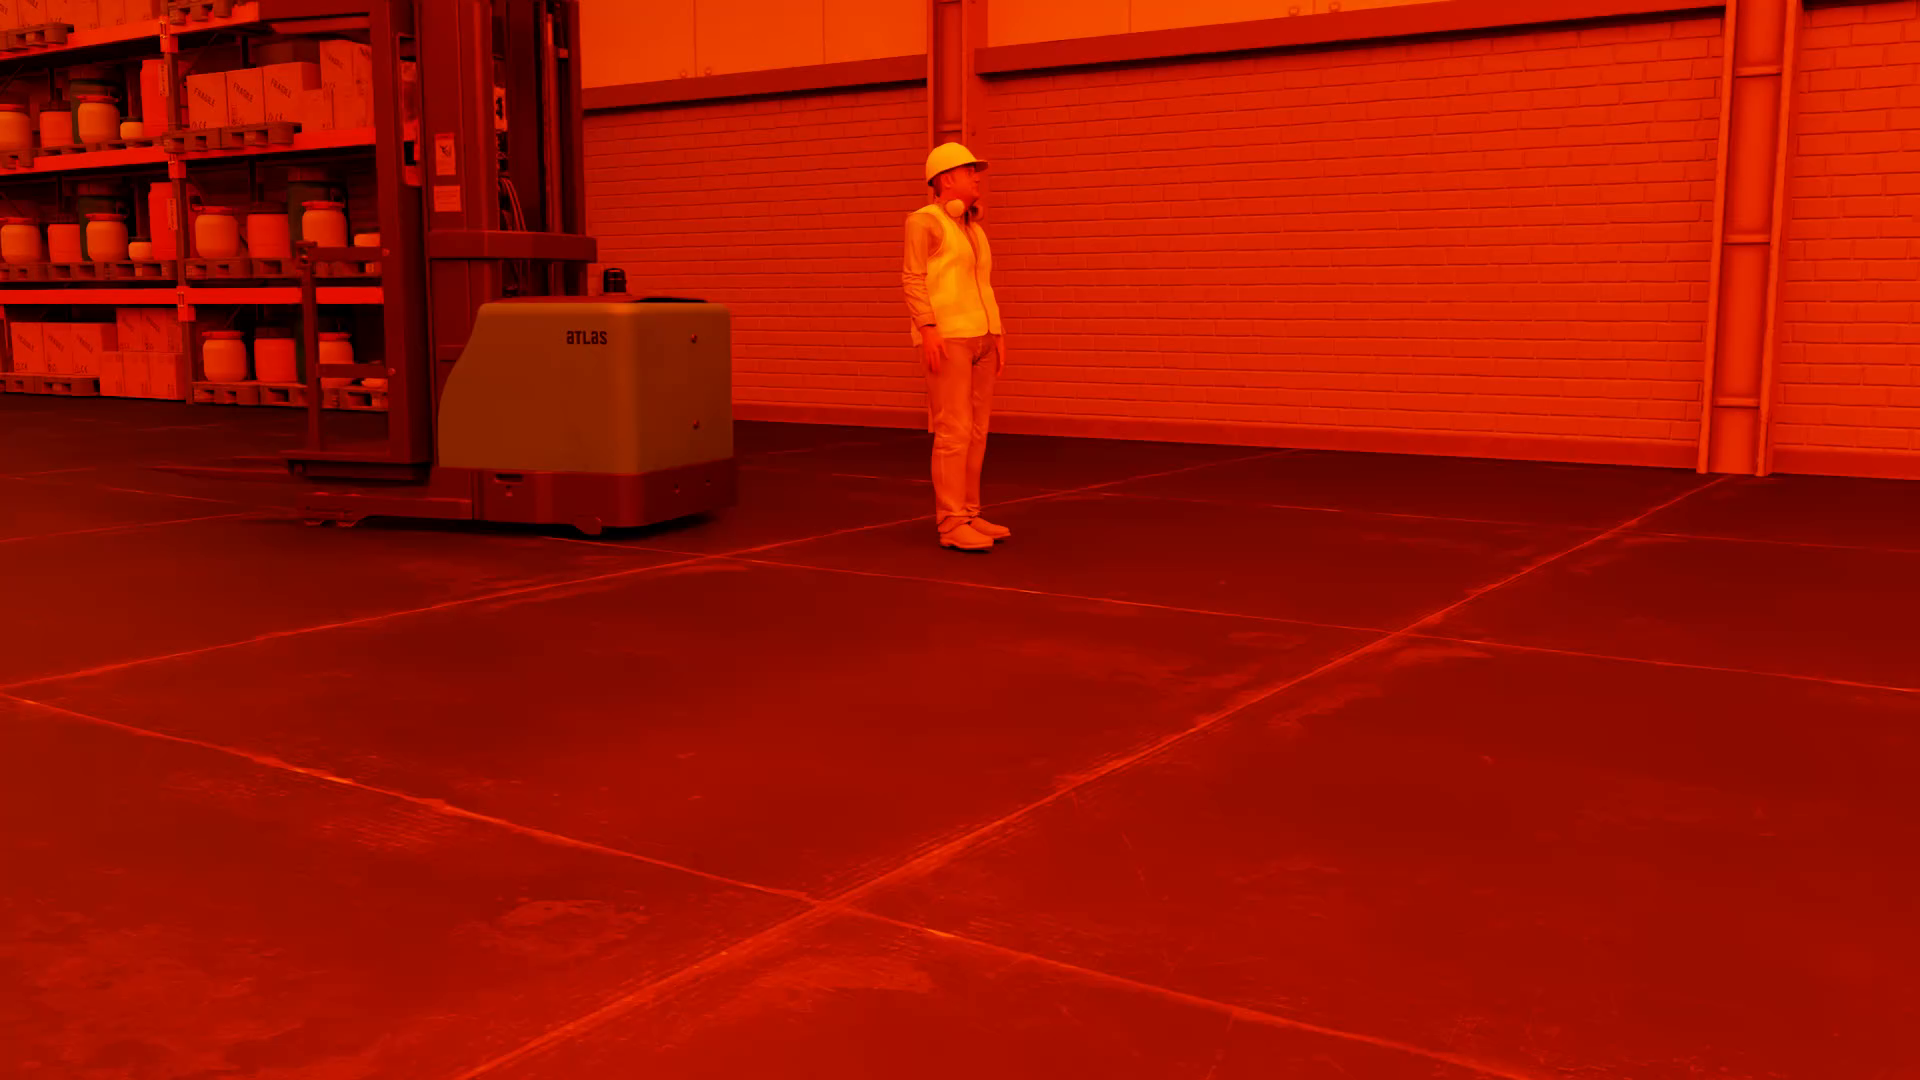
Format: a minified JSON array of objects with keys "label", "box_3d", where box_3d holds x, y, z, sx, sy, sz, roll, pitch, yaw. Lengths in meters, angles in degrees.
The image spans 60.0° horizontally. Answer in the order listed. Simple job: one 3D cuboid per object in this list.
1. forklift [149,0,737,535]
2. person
[{"label":"forklift","box_3d":[-2.694,-1.576,8.275,3.031,2.935,1.130,3,9,20]},{"label":"person","box_3d":[0.048,-0.880,7.437,0.566,1.775,0.634,5,10,34]}]
